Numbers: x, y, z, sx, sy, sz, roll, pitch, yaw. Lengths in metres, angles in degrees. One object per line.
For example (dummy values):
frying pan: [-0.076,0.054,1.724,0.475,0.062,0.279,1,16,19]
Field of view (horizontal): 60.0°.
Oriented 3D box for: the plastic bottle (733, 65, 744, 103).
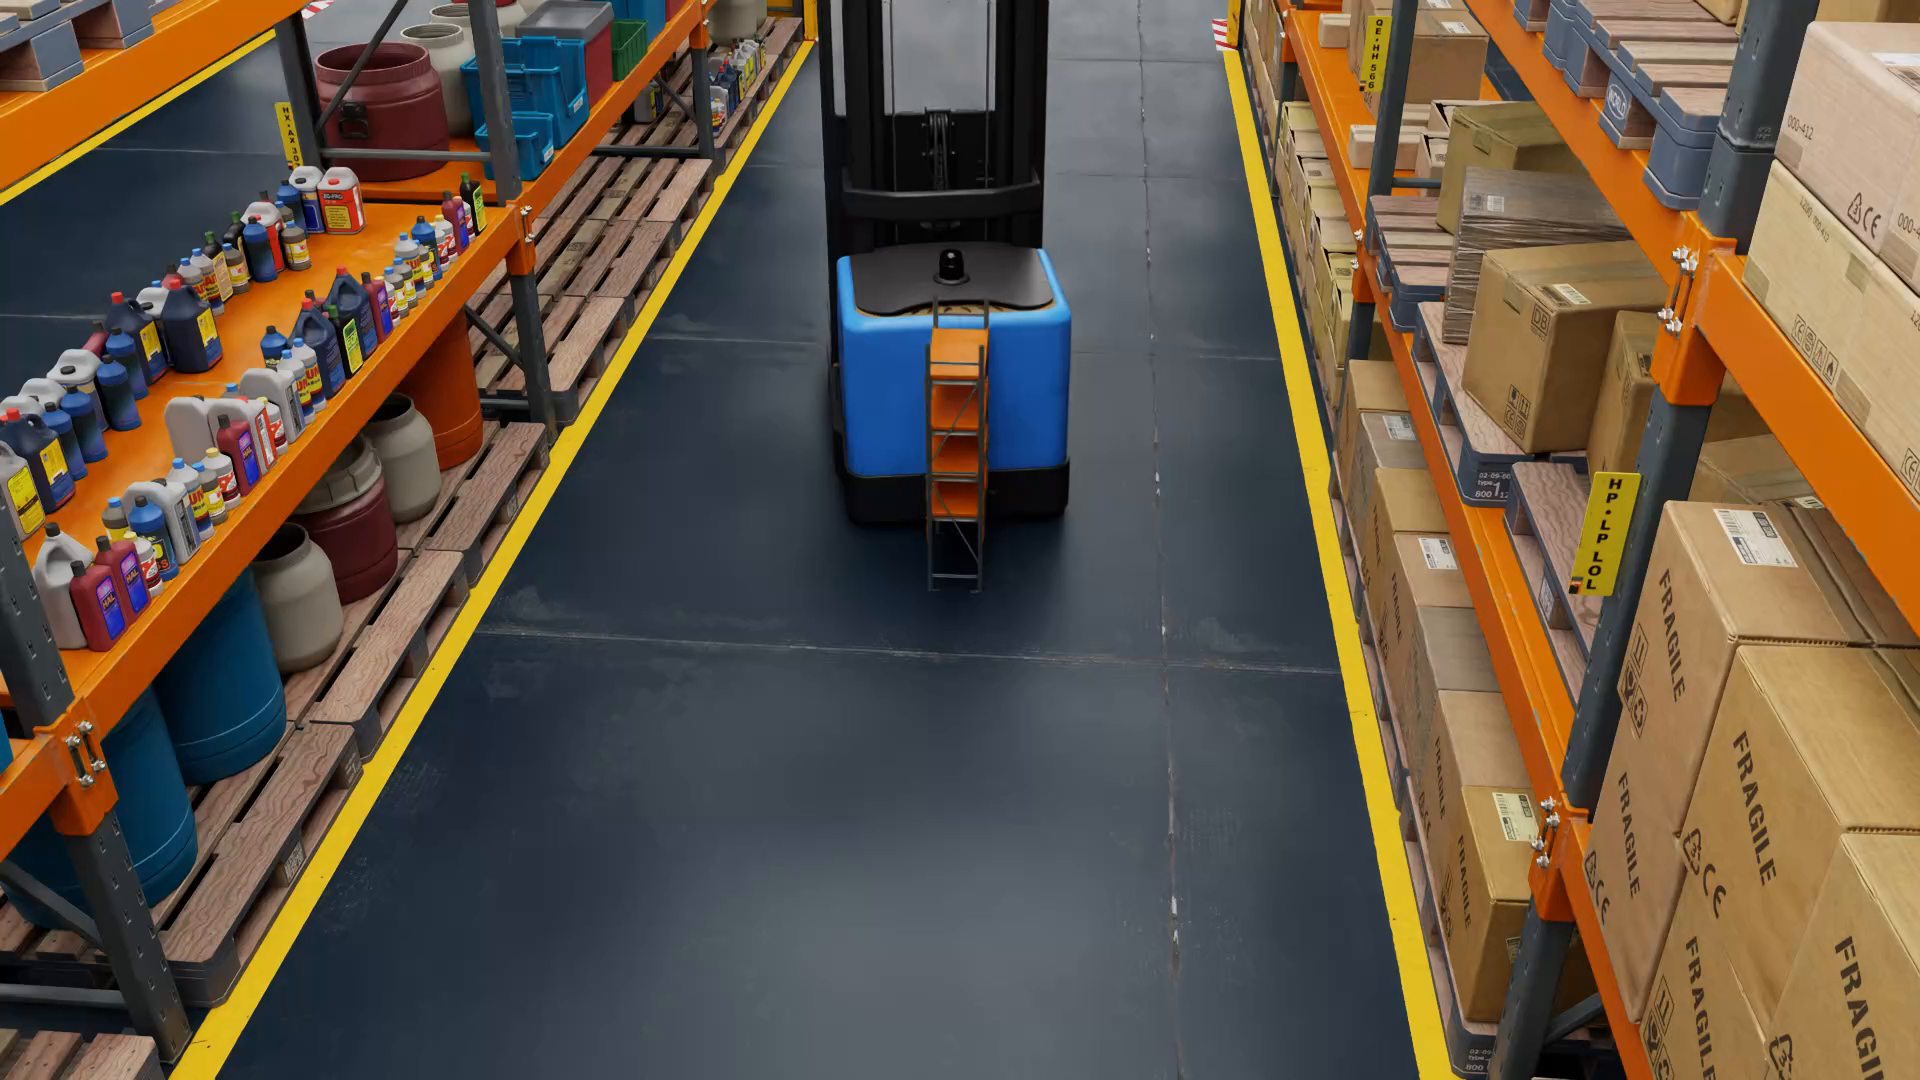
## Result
plastic bottle: [-1.709,-3.511,12.759,0.061,0.283,0.133,4,32,6]

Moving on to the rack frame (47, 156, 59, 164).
rack frame: [-7.196,-4.104,11.551,1.000,3.000,0.127,2,32,4]

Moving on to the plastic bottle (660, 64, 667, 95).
plastic bottle: [-2.329,-3.623,12.939,0.061,0.283,0.133,2,32,4]

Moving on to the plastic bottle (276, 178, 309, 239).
plastic bottle: [-2.979,-1.475,7.406,0.097,0.271,0.097,0,32,0]

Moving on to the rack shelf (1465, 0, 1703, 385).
rack shelf: [2.189,-1.513,5.172,1.077,0.370,4.000,2,32,4]

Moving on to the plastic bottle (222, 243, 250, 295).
plastic bottle: [-3.027,-1.133,6.919,0.097,0.201,0.097,0,32,0]

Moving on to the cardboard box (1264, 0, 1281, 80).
cardboard box: [2.587,-3.781,12.532,0.500,0.500,0.500,2,32,4]

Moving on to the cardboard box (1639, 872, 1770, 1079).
cardboard box: [1.675,0.984,3.199,0.500,0.500,0.500,3,32,5]

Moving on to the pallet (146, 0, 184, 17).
pallet: [-2.855,-1.913,5.317,1.003,0.211,1.213,2,32,4]

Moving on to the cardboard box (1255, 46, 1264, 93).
cardboard box: [2.614,-3.724,13.154,0.500,0.250,0.500,2,32,4]

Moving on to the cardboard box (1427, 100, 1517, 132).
cardboard box: [2.618,-2.009,8.236,0.500,0.311,0.500,2,32,3]

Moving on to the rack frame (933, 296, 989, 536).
rack frame: [0.005,-0.537,7.477,0.240,1.200,0.015,2,32,3]

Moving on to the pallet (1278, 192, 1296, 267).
pallet: [2.657,-2.105,10.965,1.003,0.211,1.213,2,32,4]

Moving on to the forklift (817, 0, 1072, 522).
forklift: [-0.153,-2.083,8.336,1.130,2.935,3.031,-3,32,-5]

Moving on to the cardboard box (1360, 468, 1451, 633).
cardboard box: [1.947,0.051,6.771,0.500,0.500,0.500,2,32,3]

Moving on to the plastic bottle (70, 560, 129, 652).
plastic bottle: [-2.455,0.166,4.732,0.061,0.283,0.133,2,32,4]

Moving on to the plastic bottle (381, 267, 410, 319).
plastic bottle: [-2.286,-1.001,6.705,0.097,0.201,0.097,0,32,0]

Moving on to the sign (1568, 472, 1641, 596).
sign: [1.473,-0.011,3.805,0.100,0.325,0.005,2,32,4]

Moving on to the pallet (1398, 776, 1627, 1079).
pallet: [2.055,1.264,5.498,1.003,0.211,1.213,2,32,4]

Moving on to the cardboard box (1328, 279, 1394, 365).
cardboard box: [2.149,-1.119,8.393,0.500,0.311,0.500,3,32,5]

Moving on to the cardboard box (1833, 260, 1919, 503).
cardboard box: [1.695,-0.204,2.506,0.500,0.250,0.500,2,32,4]

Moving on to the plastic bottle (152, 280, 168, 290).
plastic bottle: [-3.073,-0.871,6.426,0.097,0.271,0.097,0,32,0]

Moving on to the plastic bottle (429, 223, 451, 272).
plastic bottle: [-2.247,-1.256,7.118,0.097,0.201,0.097,0,32,0]

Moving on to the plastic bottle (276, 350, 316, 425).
plastic bottle: [-2.362,-0.546,5.899,0.097,0.271,0.097,0,32,0]

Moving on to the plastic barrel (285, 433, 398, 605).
plastic barrel: [-2.699,-0.106,6.962,0.600,0.588,0.708,2,32,4]

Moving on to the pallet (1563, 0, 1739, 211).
pallet: [2.149,-1.031,3.884,1.213,0.211,1.003,2,32,4]

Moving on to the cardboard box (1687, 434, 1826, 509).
cardboard box: [2.288,0.044,4.323,0.700,0.500,0.500,-8,33,-13]

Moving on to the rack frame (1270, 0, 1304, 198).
rack frame: [2.678,-3.679,10.861,1.000,3.000,0.127,2,32,4]

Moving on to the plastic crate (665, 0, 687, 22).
plastic crate: [-1.993,-3.654,10.759,0.402,0.464,0.583,2,32,4]

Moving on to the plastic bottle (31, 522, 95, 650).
plastic bottle: [-2.555,0.120,4.743,0.144,0.351,0.185,2,32,4]

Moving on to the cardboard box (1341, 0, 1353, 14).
cardboard box: [2.681,-3.356,10.480,0.500,0.250,0.500,4,32,7]

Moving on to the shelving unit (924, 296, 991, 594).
shelving unit: [-0.008,-0.409,7.270,0.258,1.200,0.503,2,32,3]

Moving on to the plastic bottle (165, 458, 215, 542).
plastic bottle: [-2.426,-0.131,5.227,0.097,0.271,0.097,0,32,0]

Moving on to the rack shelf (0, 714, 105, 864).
rack shelf: [-3.073,1.642,2.912,1.077,0.370,4.000,2,32,4]

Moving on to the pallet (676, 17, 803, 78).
pallet: [-1.964,-4.331,14.577,1.003,0.211,1.213,2,32,4]

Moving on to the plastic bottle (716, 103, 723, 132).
plastic bottle: [-1.788,-3.090,12.153,0.097,0.201,0.097,0,32,0]

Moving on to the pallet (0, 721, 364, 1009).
pallet: [-2.806,1.076,5.803,1.003,0.211,1.213,2,32,4]

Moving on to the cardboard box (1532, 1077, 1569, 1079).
cardboard box: [1.776,1.671,4.322,0.500,0.311,0.500,2,32,4]

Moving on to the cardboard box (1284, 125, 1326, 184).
cardboard box: [2.350,-2.459,10.568,0.500,0.311,0.500,2,32,3]

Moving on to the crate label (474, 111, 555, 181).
crate label: [-2.177,-1.934,8.189,0.303,0.233,0.416,2,32,4]

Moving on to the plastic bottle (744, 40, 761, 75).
plastic bottle: [-1.694,-3.903,13.400,0.152,0.276,0.135,3,32,4]

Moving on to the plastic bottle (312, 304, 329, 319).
plastic bottle: [-2.372,-0.760,6.236,0.061,0.283,0.133,2,32,4]

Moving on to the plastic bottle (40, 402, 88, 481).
plastic bottle: [-3.004,-0.334,5.555,0.097,0.271,0.097,0,32,0]

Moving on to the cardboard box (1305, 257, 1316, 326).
cardboard box: [2.234,-1.414,9.406,0.500,0.250,0.500,3,32,5]

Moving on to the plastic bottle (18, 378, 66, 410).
plastic bottle: [-3.119,-0.402,5.661,0.152,0.276,0.135,2,32,4]

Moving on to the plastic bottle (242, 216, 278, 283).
plastic bottle: [-2.956,-1.230,7.010,0.097,0.271,0.097,0,32,0]

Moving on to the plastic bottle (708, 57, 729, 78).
plastic bottle: [-1.879,-3.639,12.973,0.152,0.276,0.135,2,32,4]

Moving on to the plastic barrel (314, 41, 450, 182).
plastic barrel: [-2.849,-2.115,8.193,0.600,0.536,0.708,2,32,4]
